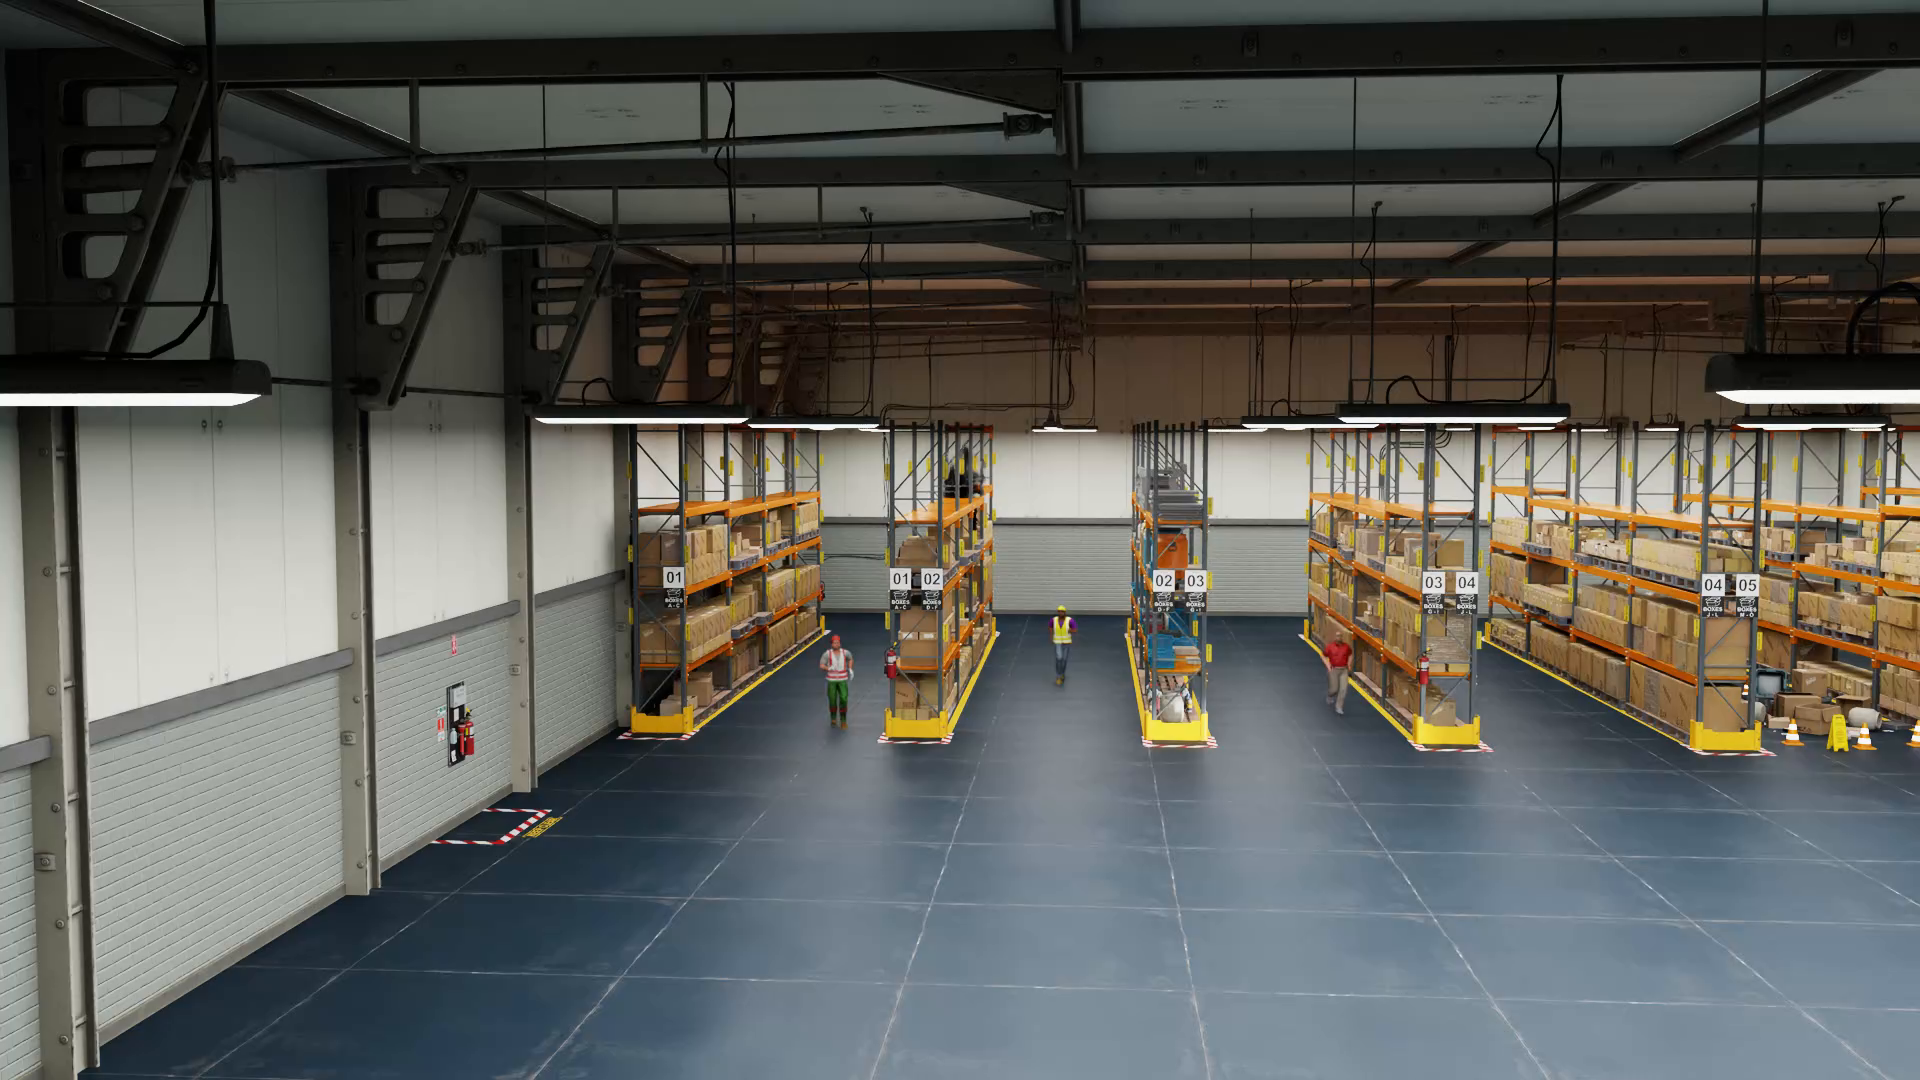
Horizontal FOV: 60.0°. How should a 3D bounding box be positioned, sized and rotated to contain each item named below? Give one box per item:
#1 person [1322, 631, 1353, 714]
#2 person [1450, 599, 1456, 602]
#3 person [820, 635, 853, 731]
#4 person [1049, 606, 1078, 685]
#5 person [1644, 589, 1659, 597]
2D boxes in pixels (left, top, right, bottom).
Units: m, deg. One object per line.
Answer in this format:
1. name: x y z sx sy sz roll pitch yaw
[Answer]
1. person: 7.799 2.715 34.293 0.662 1.686 0.698 0 4 -2
2. person: 13.305 2.043 44.933 0.705 1.765 0.753 1 4 13
3. person: -2.402 2.781 32.367 0.665 1.858 0.726 -1 4 -9
4. person: 2.384 2.422 38.413 0.664 1.833 0.783 0 4 0
5. person: 19.767 1.850 47.273 0.819 1.821 0.677 1 4 12
